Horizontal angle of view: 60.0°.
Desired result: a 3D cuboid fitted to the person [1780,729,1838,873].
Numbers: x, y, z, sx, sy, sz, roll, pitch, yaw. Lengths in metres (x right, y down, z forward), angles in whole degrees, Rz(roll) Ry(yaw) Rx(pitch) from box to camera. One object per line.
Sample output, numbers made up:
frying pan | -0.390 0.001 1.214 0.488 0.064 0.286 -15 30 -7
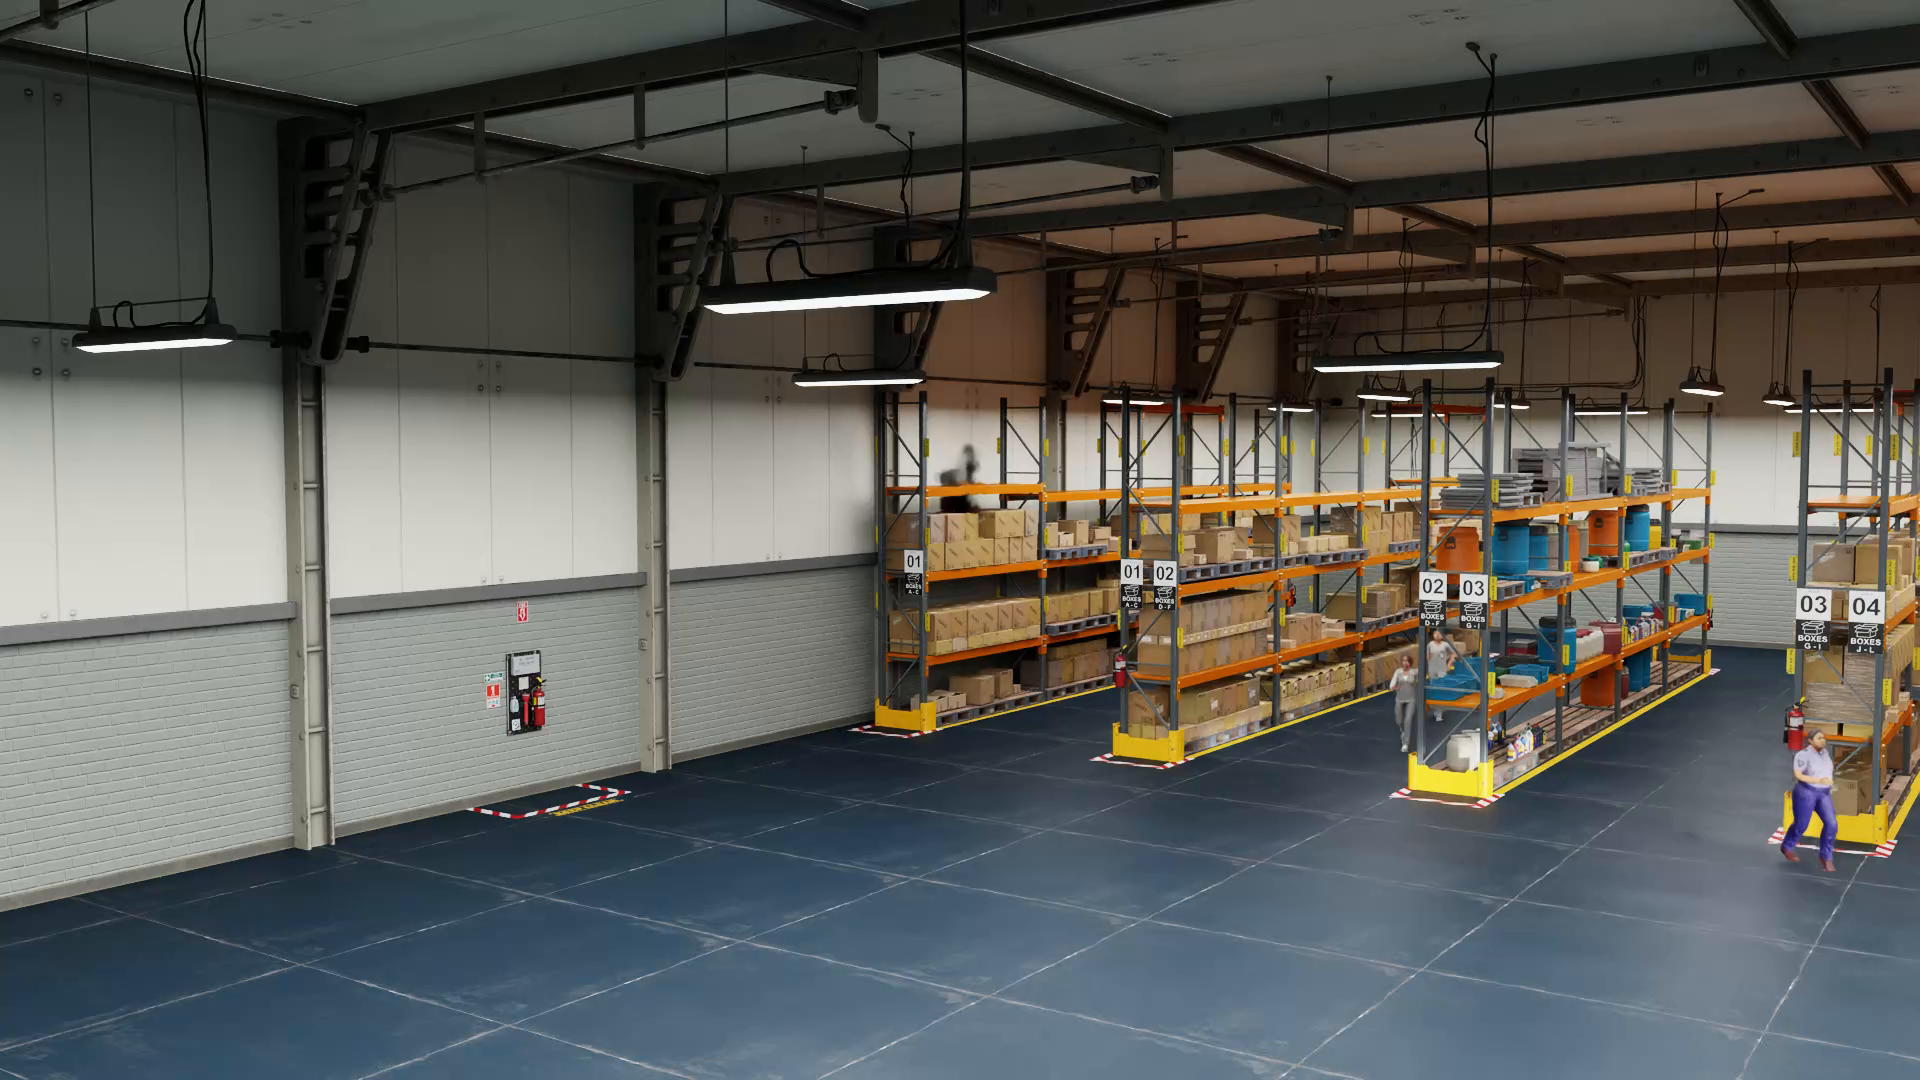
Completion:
person | 10.154 3.100 19.814 0.616 1.730 0.767 -1 3 -14

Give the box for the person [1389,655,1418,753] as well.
person | 7.392 2.681 27.523 0.551 1.573 0.825 1 3 25

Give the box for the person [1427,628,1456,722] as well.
person | 8.801 2.465 30.621 0.546 1.717 0.720 2 4 28
